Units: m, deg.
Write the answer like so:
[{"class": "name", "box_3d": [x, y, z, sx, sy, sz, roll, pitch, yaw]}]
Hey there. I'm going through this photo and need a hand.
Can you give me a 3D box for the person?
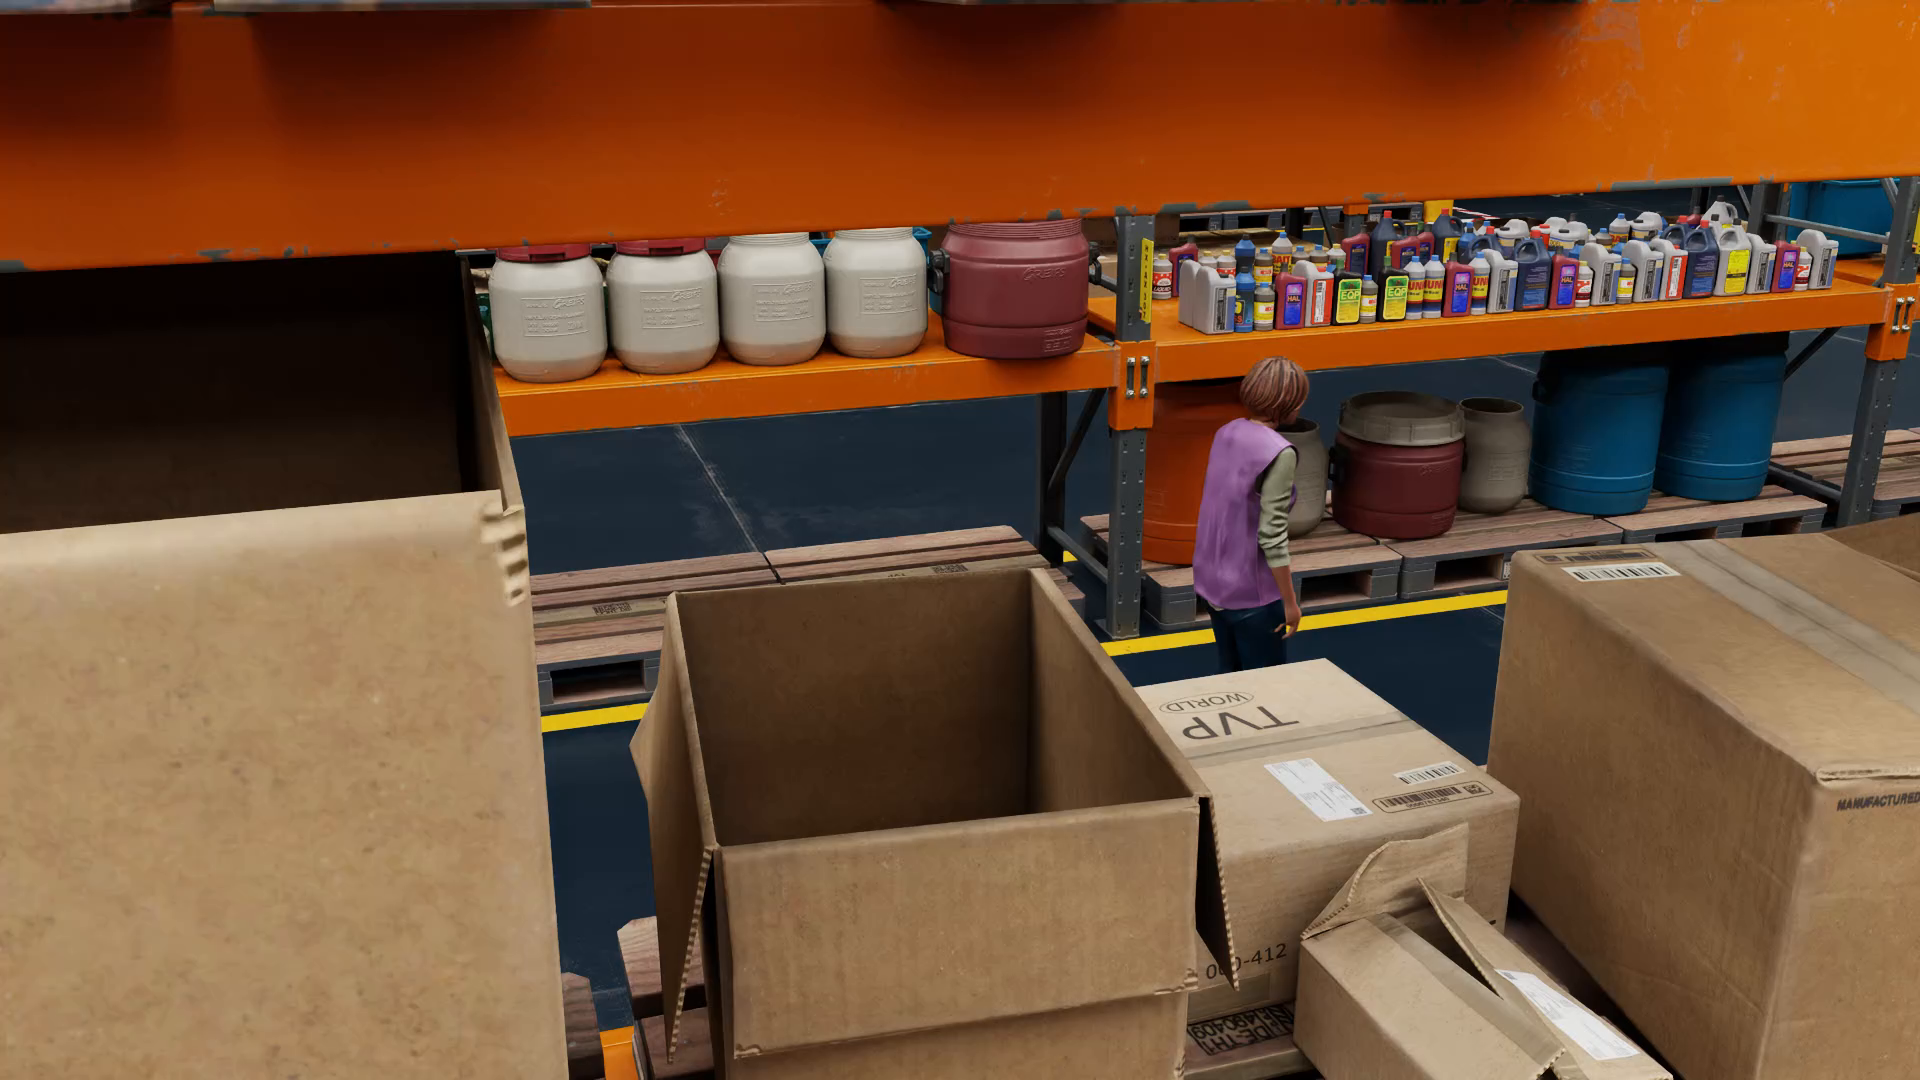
[{"class": "person", "box_3d": [0.972, 0.173, 5.597, 0.344, 1.593, 0.480, -7, 21, -19]}]
